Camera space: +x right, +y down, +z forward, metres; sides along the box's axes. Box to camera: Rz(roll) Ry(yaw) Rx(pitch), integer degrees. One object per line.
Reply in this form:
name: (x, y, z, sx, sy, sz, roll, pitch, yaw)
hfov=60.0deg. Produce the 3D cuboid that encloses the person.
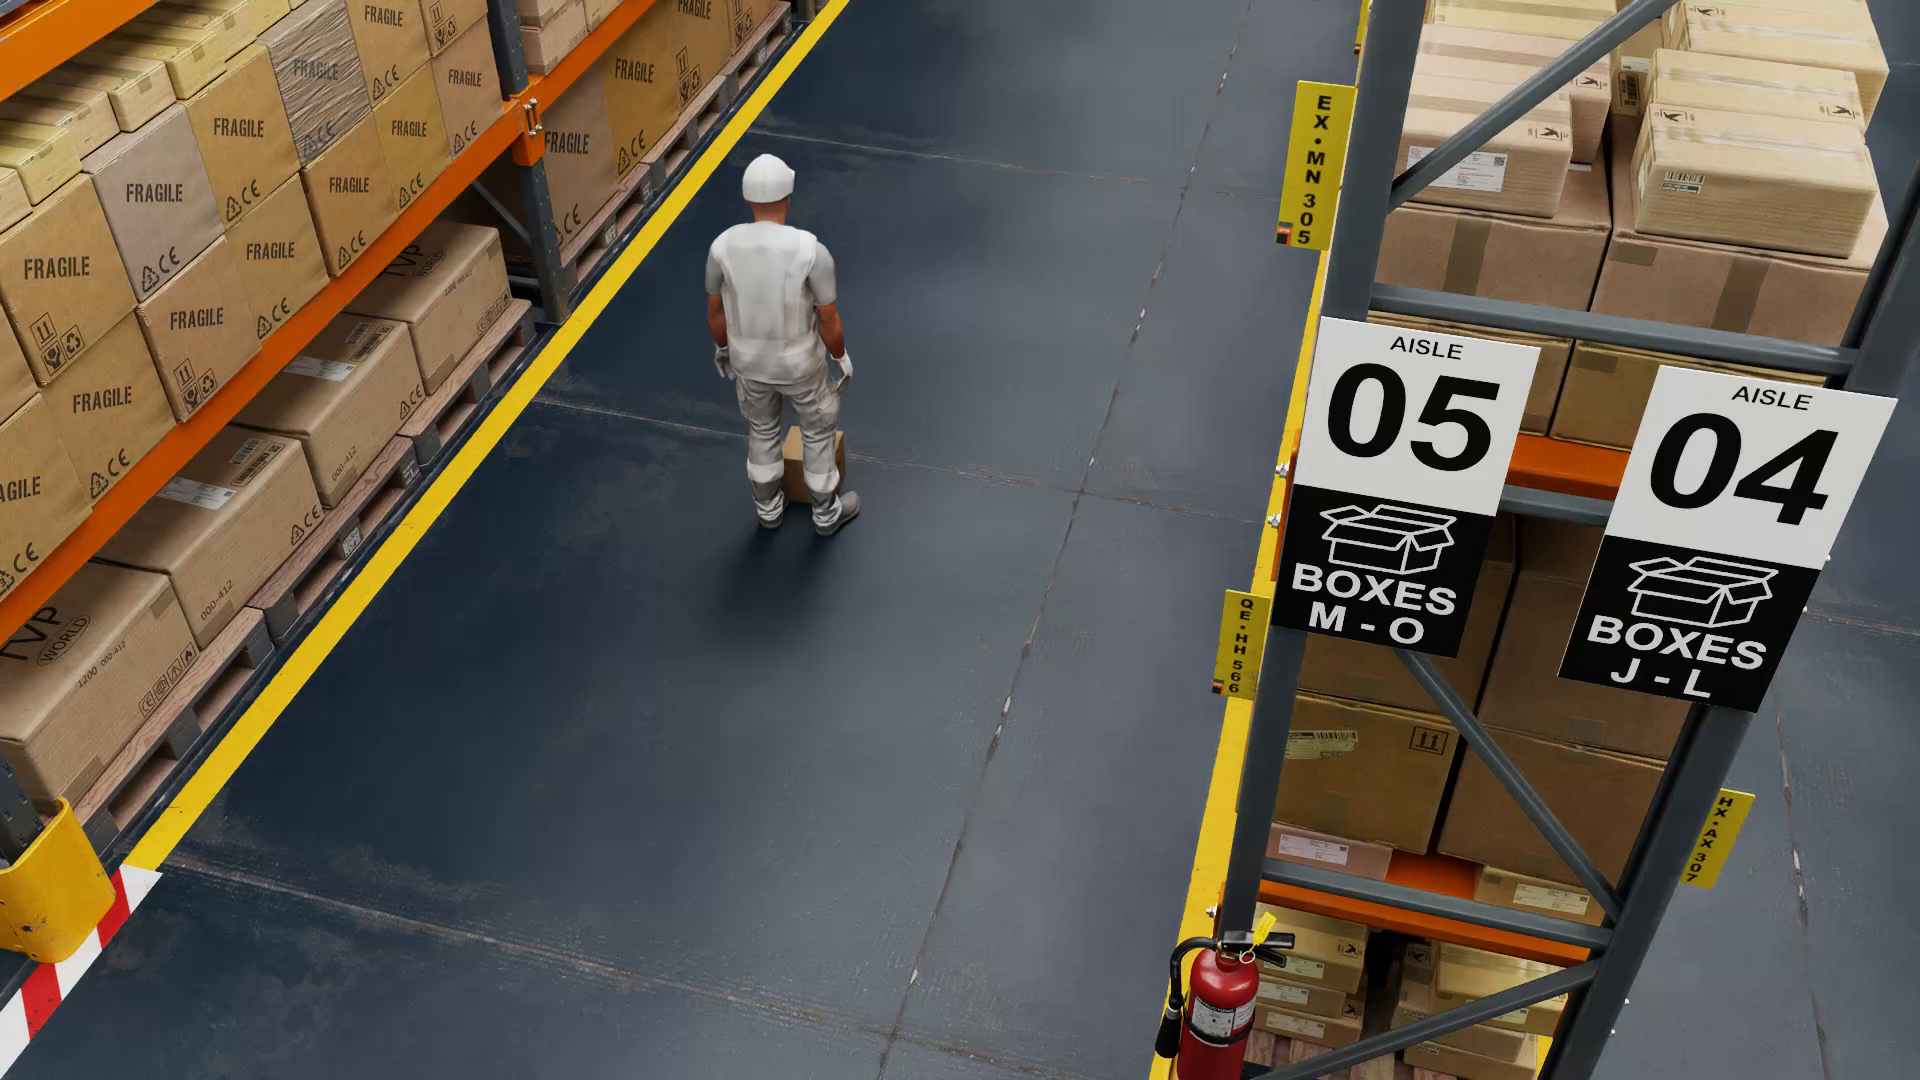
person: (-0.753, -0.783, 7.059, 0.606, 1.777, 0.454, 8, 41, 9)
